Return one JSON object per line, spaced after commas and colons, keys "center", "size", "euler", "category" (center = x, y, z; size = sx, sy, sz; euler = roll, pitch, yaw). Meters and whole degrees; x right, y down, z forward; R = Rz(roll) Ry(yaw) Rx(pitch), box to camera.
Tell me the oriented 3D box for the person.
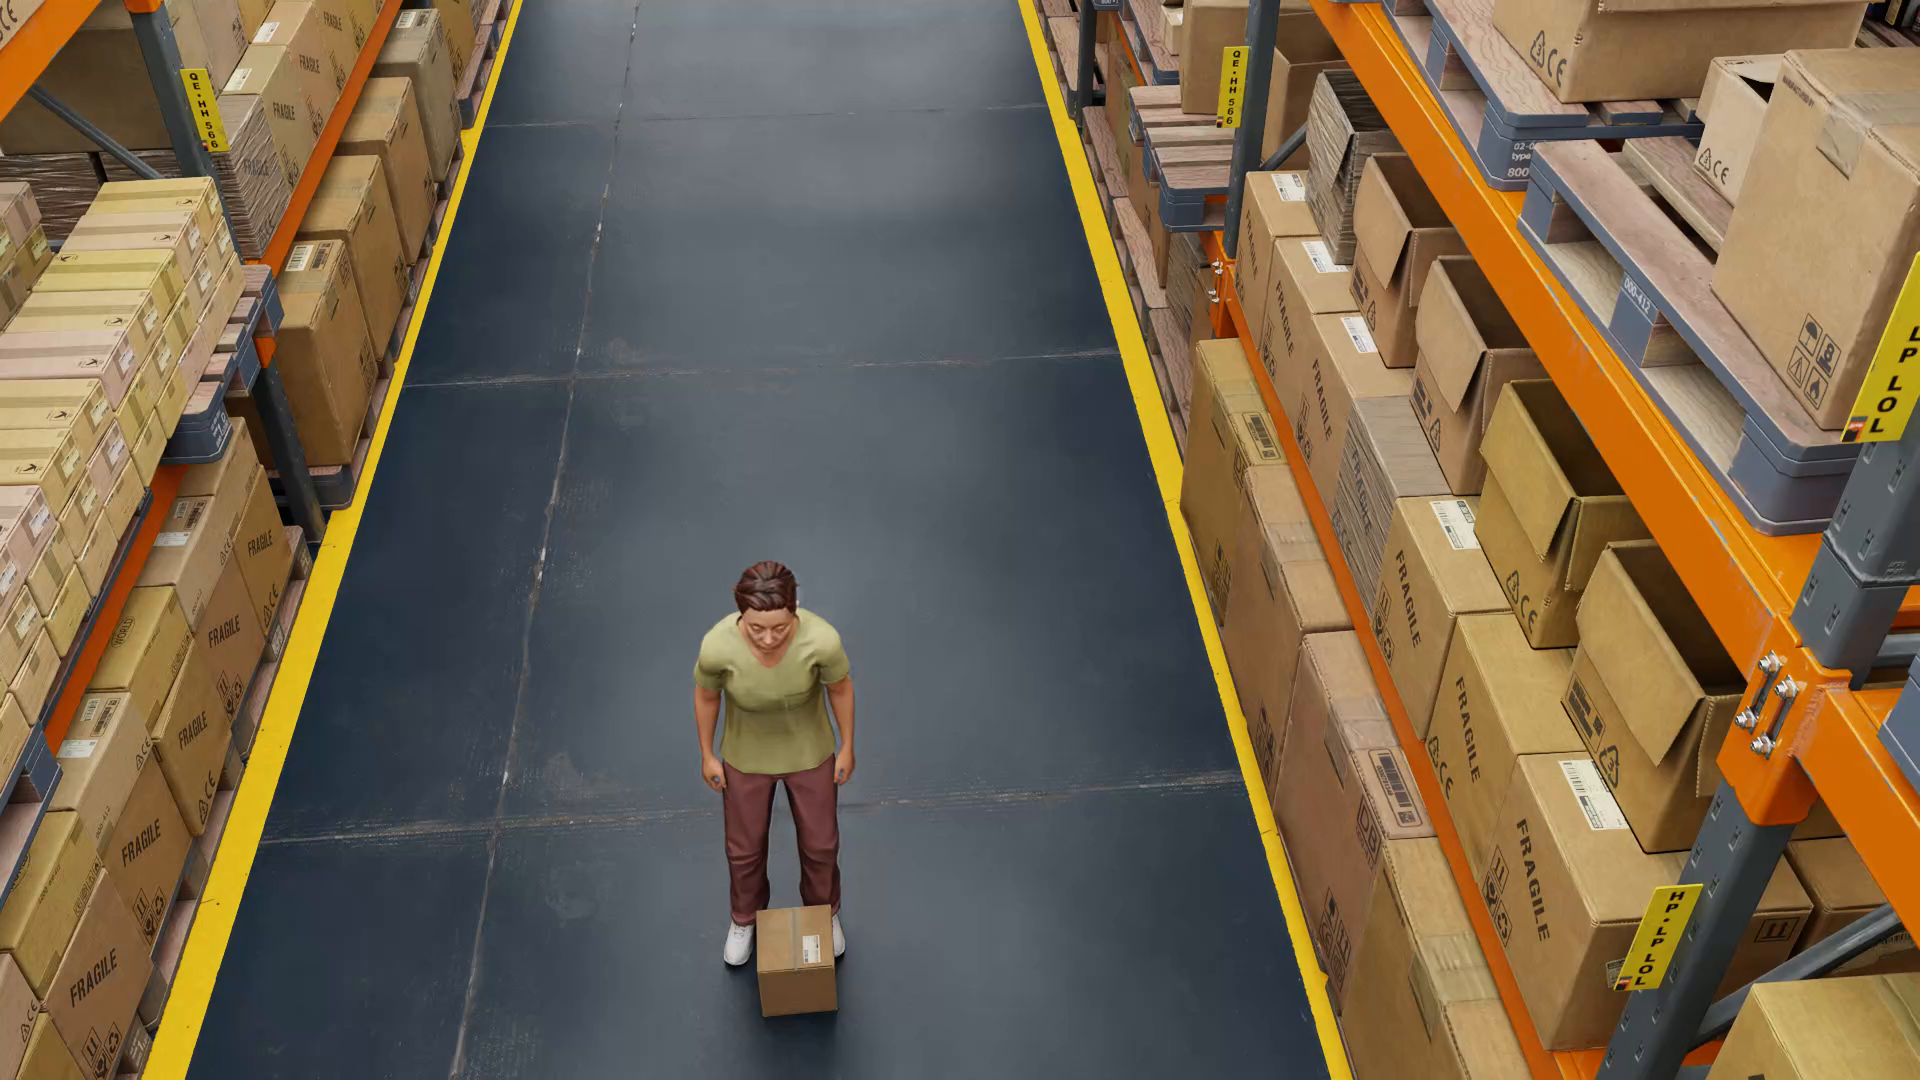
{"center": [-0.576, 0.700, 5.299], "size": [0.499, 1.673, 0.354], "euler": [-3, 39, -4], "category": "person"}
